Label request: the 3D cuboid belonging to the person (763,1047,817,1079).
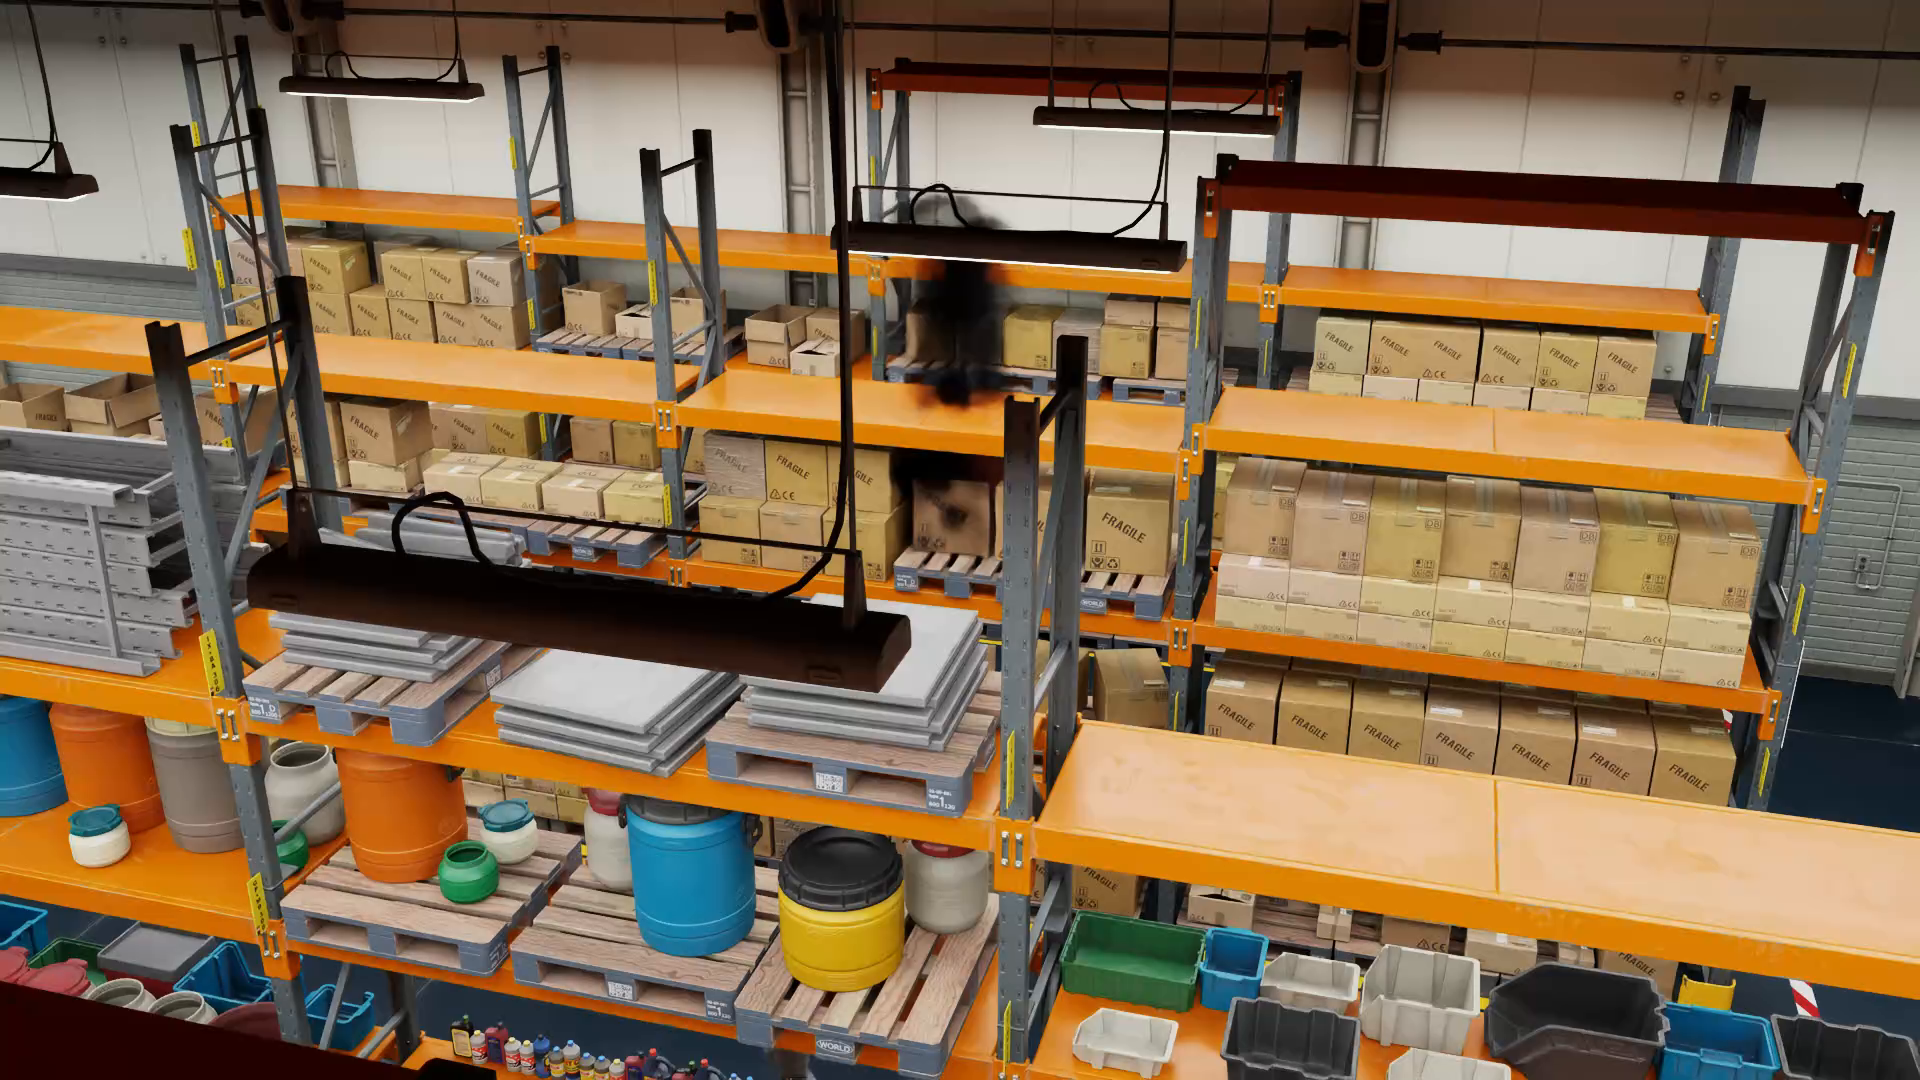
[{"bbox_3d":[-1.128,3.208,10.922,0.638,1.658,0.580,10,24,22],"label":"person"}]
